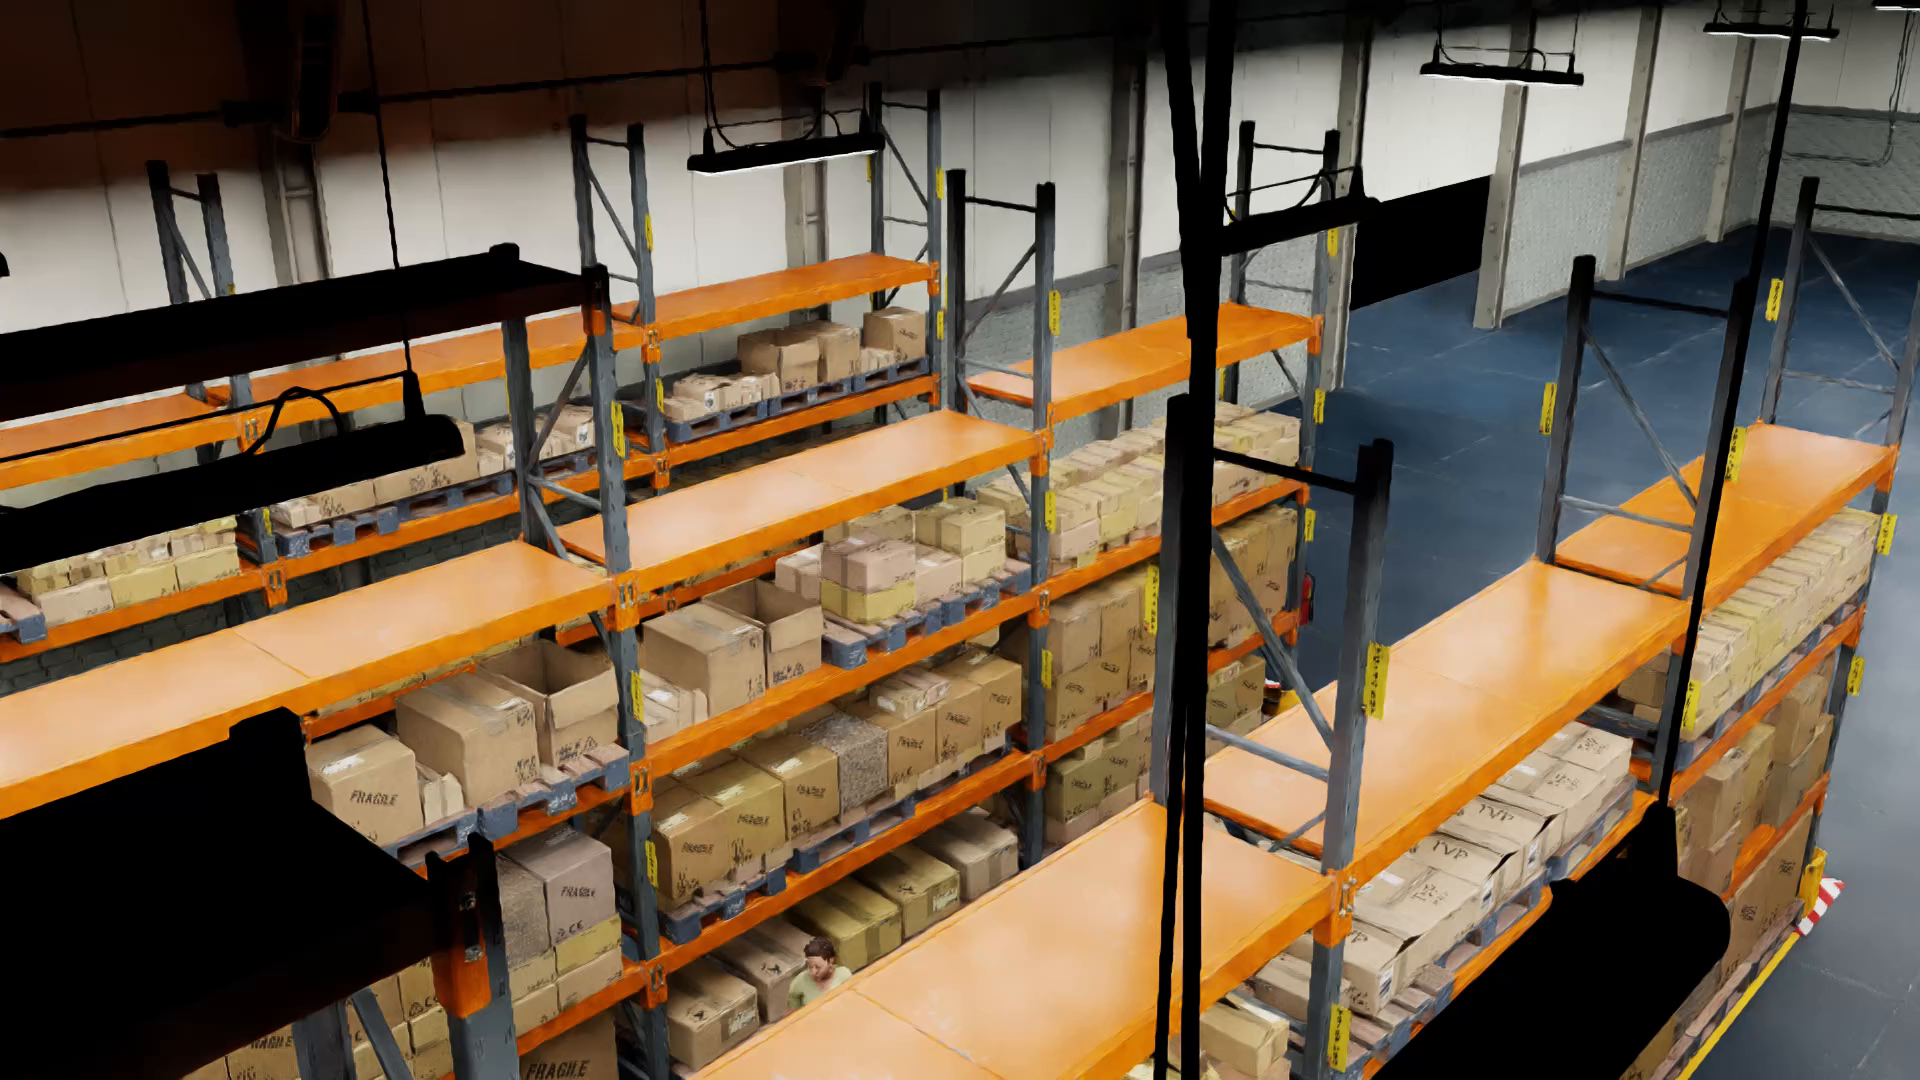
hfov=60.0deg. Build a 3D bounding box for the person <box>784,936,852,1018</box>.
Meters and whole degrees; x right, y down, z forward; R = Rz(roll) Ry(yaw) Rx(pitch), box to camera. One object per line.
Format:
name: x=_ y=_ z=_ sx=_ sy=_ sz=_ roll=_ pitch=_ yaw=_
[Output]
person: x=-0.899 y=3.362 z=11.004 sx=0.565 sy=1.667 sz=0.575 roll=-9 pitch=23 yaw=-22
